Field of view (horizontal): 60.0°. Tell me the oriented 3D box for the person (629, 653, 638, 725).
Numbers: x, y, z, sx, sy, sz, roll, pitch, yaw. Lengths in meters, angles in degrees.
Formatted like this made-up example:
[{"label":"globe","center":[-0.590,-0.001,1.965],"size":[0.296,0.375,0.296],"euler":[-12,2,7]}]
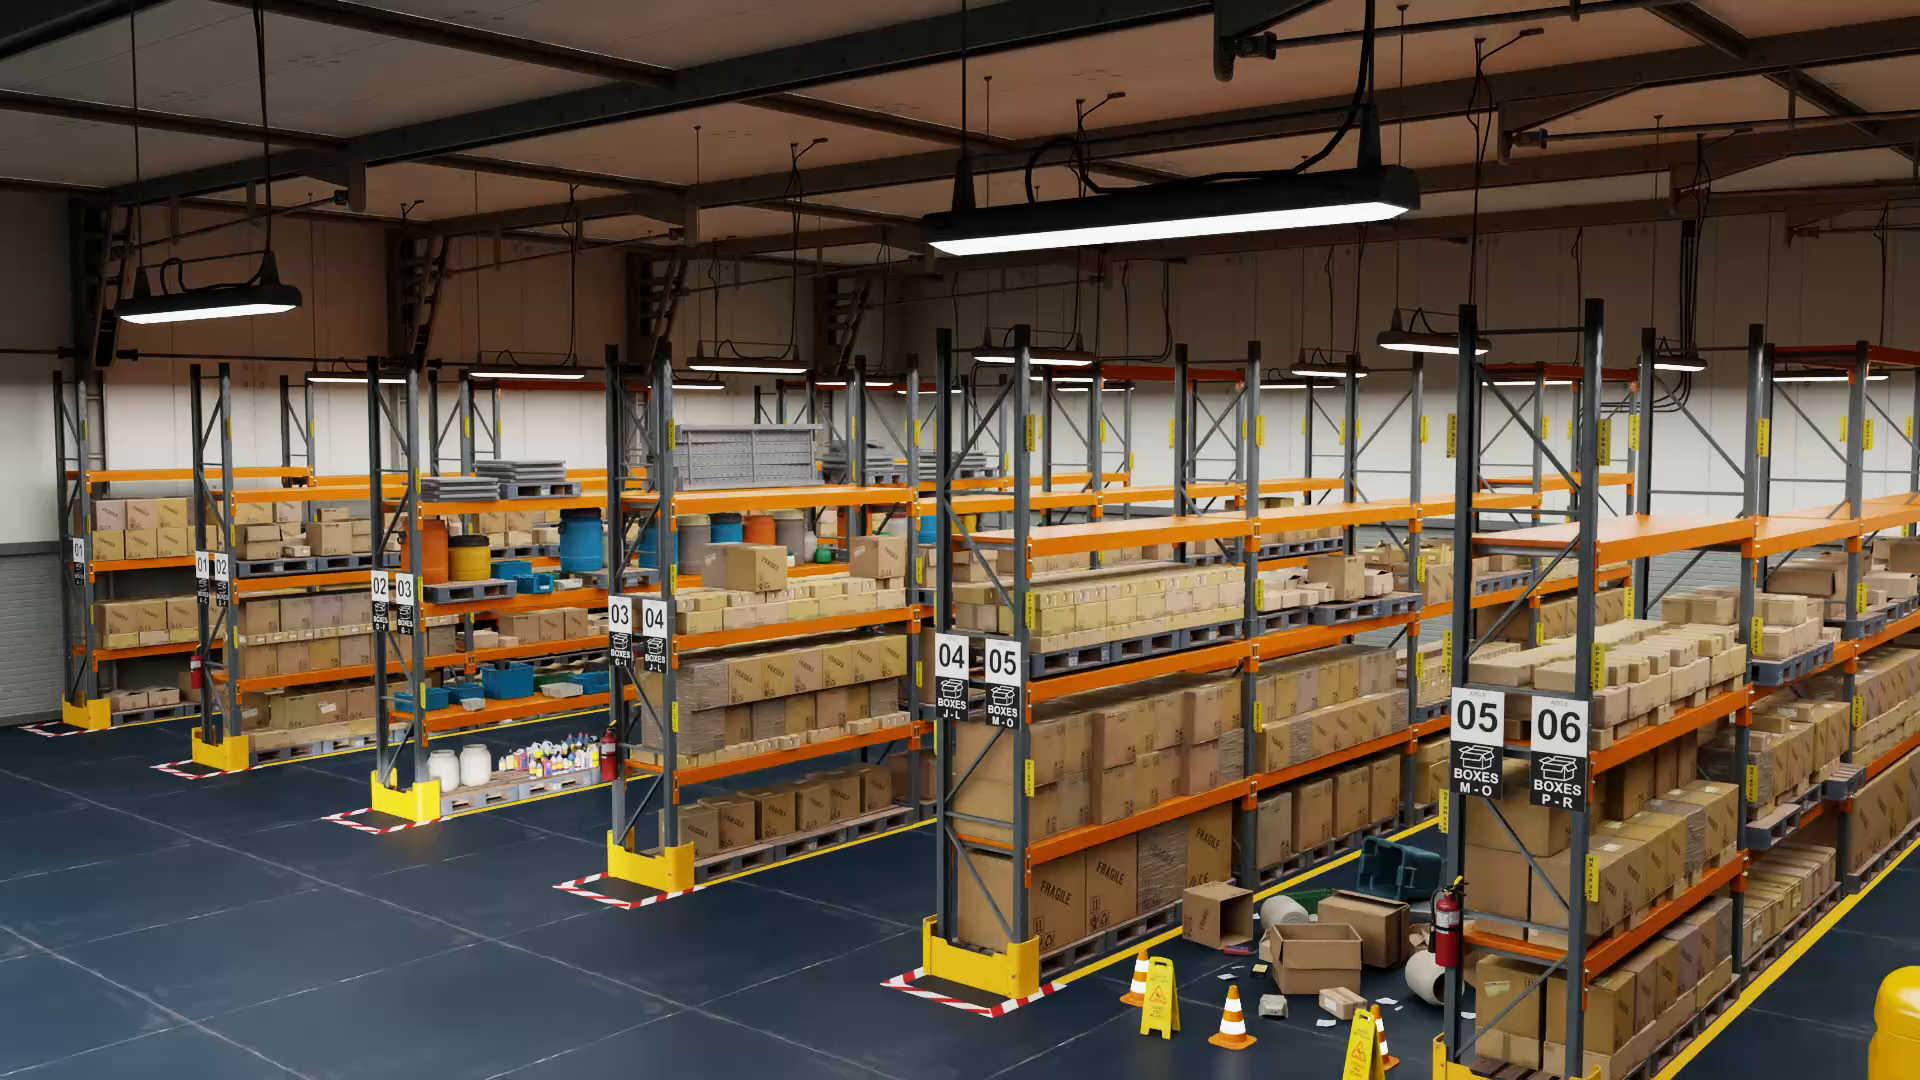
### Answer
[{"label":"person","center":[-5.703,2.366,28.196],"size":[0.332,1.660,0.500],"euler":[4,6,44]}]
